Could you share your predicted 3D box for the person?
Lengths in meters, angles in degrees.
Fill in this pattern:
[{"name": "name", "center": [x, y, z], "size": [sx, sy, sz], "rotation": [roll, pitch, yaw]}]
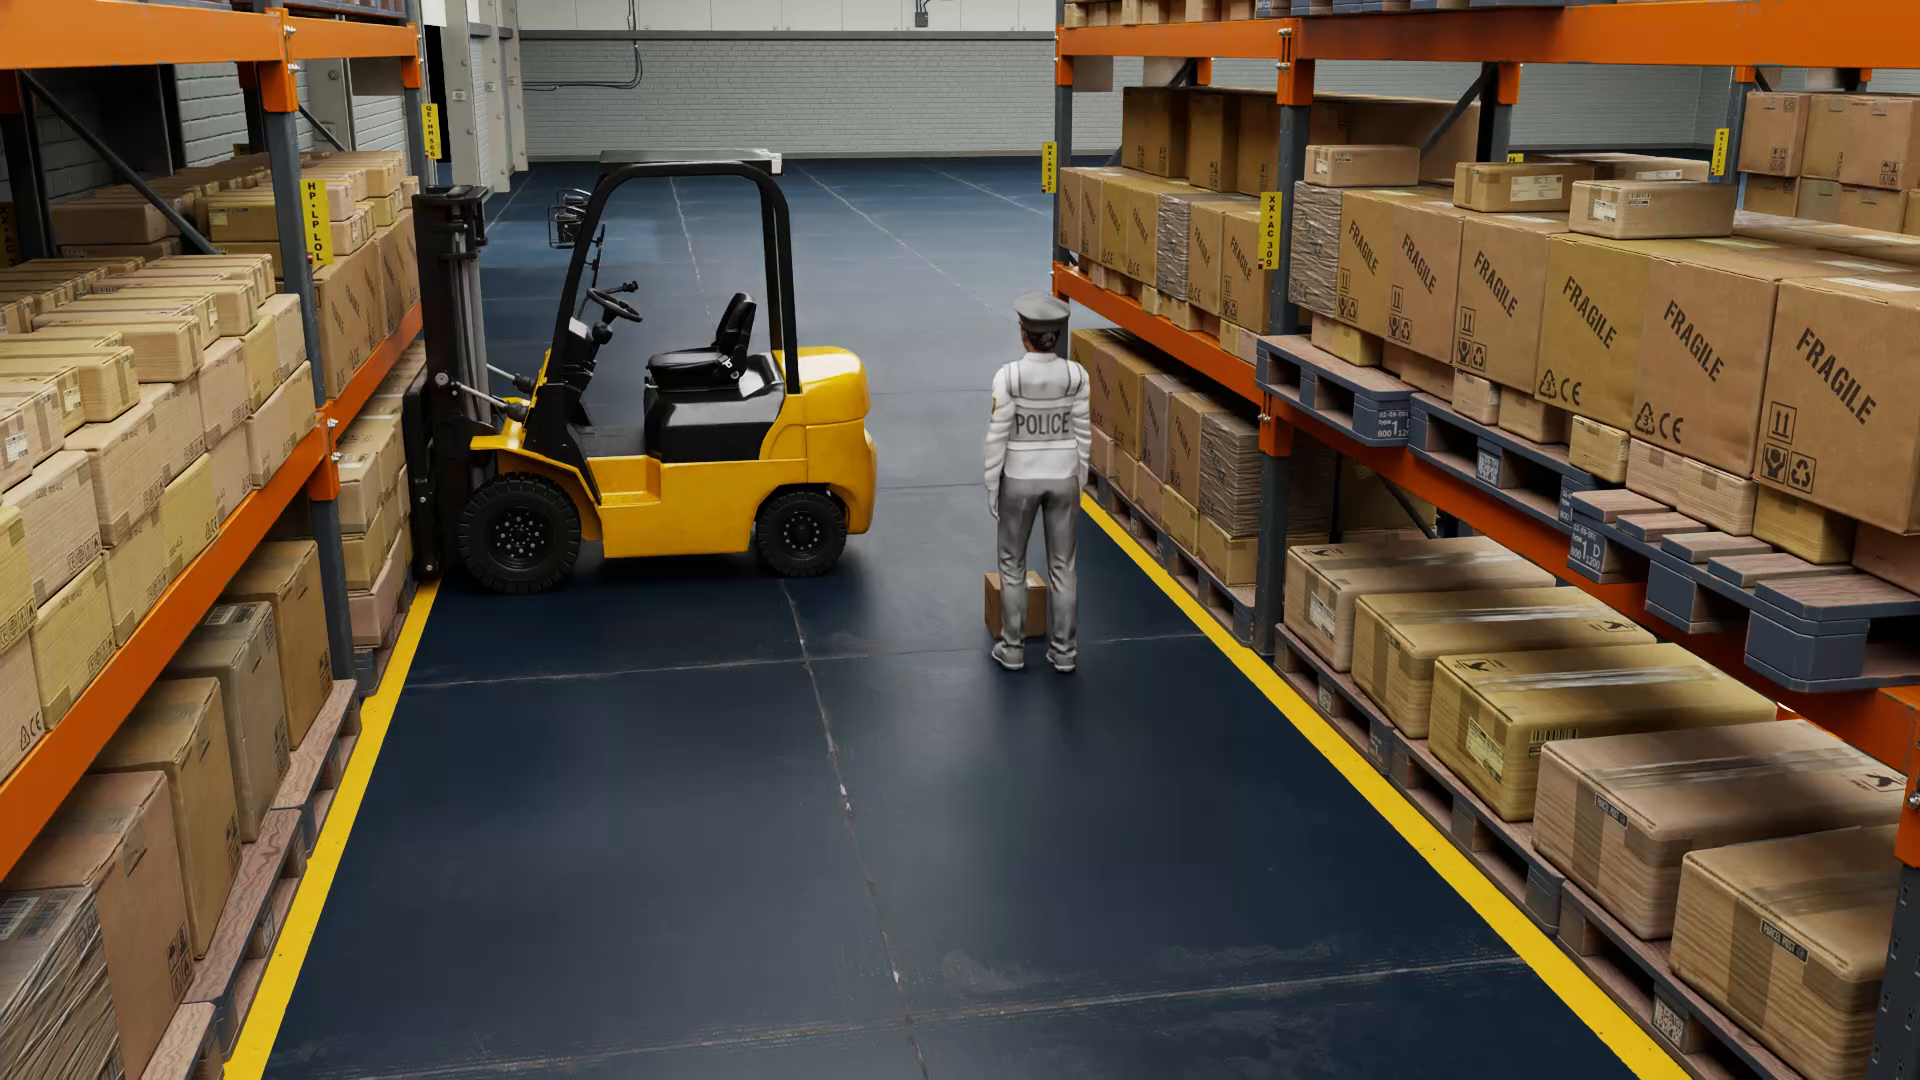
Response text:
[{"name": "person", "center": [0.334, -0.243, 7.336], "size": [0.472, 1.683, 0.350], "rotation": [-3, 17, -9]}]
